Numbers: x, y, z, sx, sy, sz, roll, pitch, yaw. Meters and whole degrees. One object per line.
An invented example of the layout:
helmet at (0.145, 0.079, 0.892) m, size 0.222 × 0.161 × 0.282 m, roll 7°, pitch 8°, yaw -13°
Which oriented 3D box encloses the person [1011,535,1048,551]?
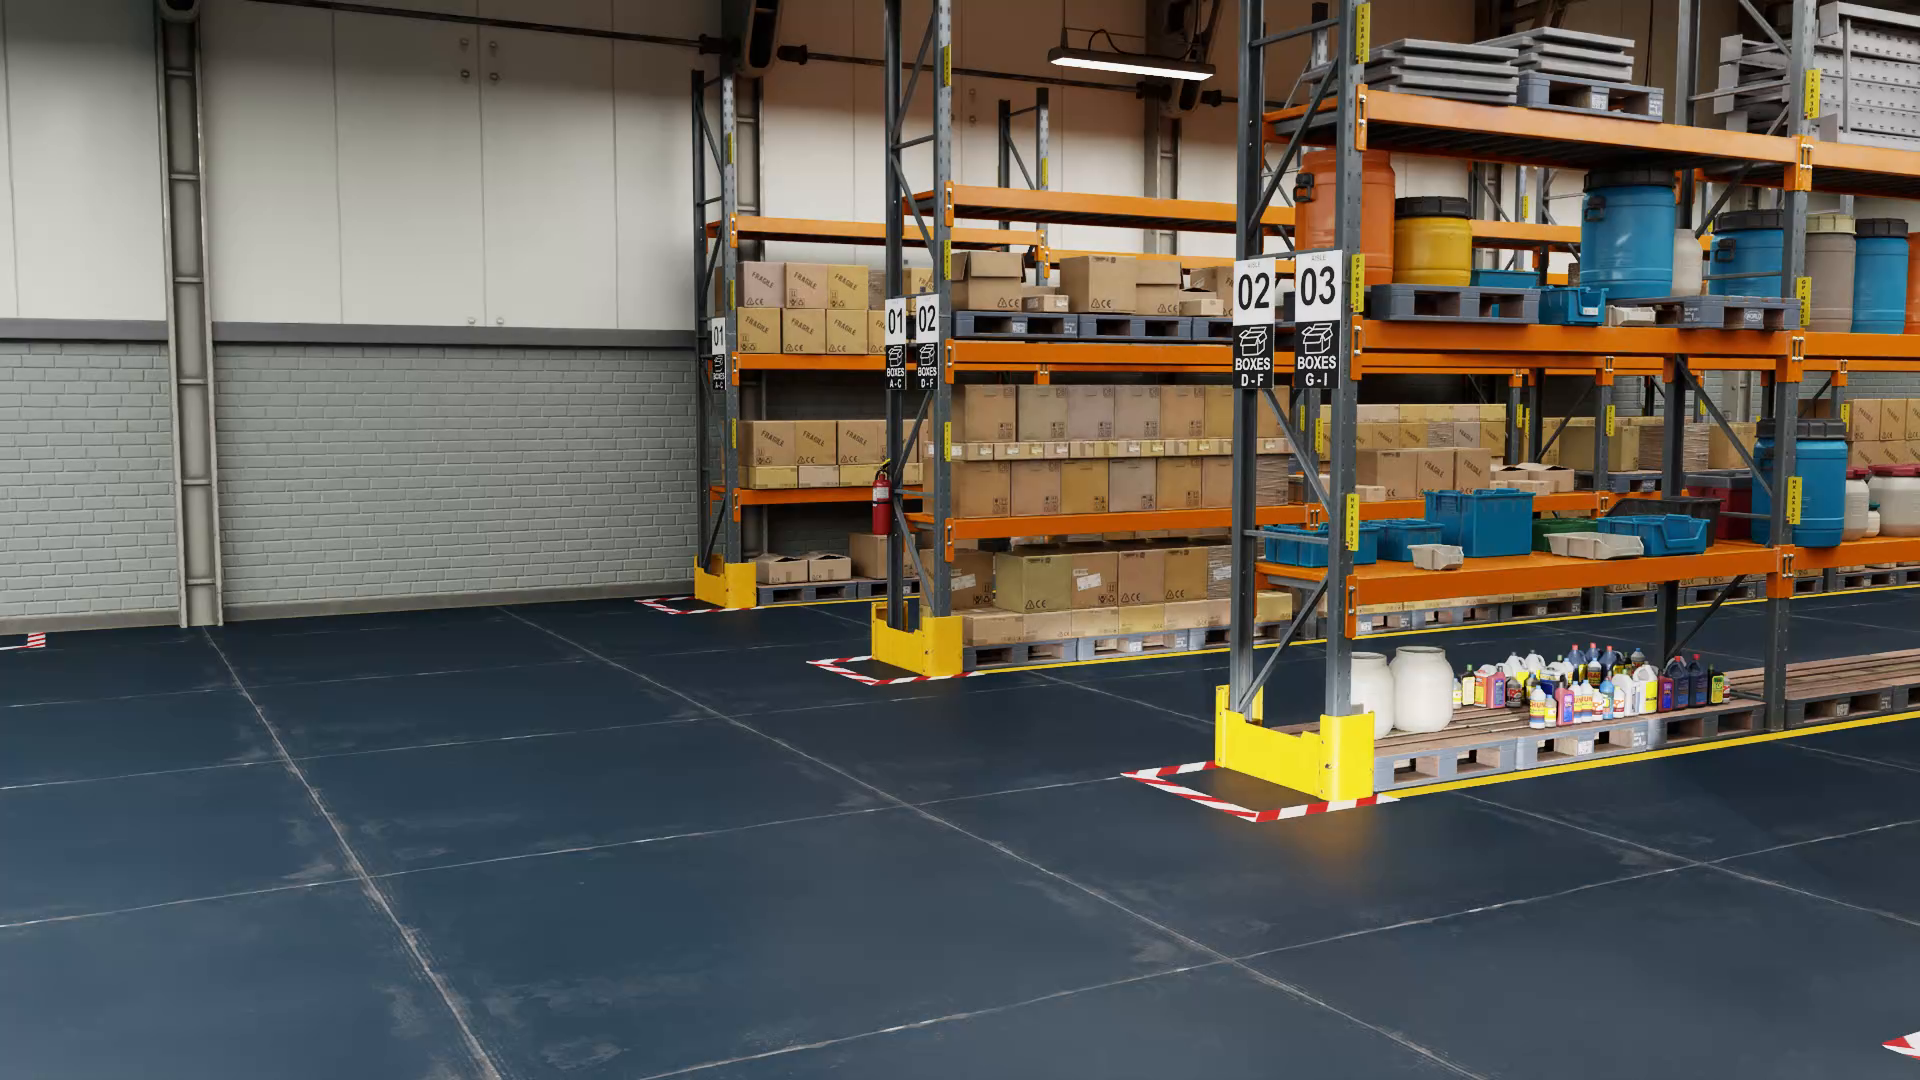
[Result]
person at (0.748, -0.026, 17.761) m, size 0.502 × 1.671 × 0.416 m, roll -3°, pitch 6°, yaw -32°
